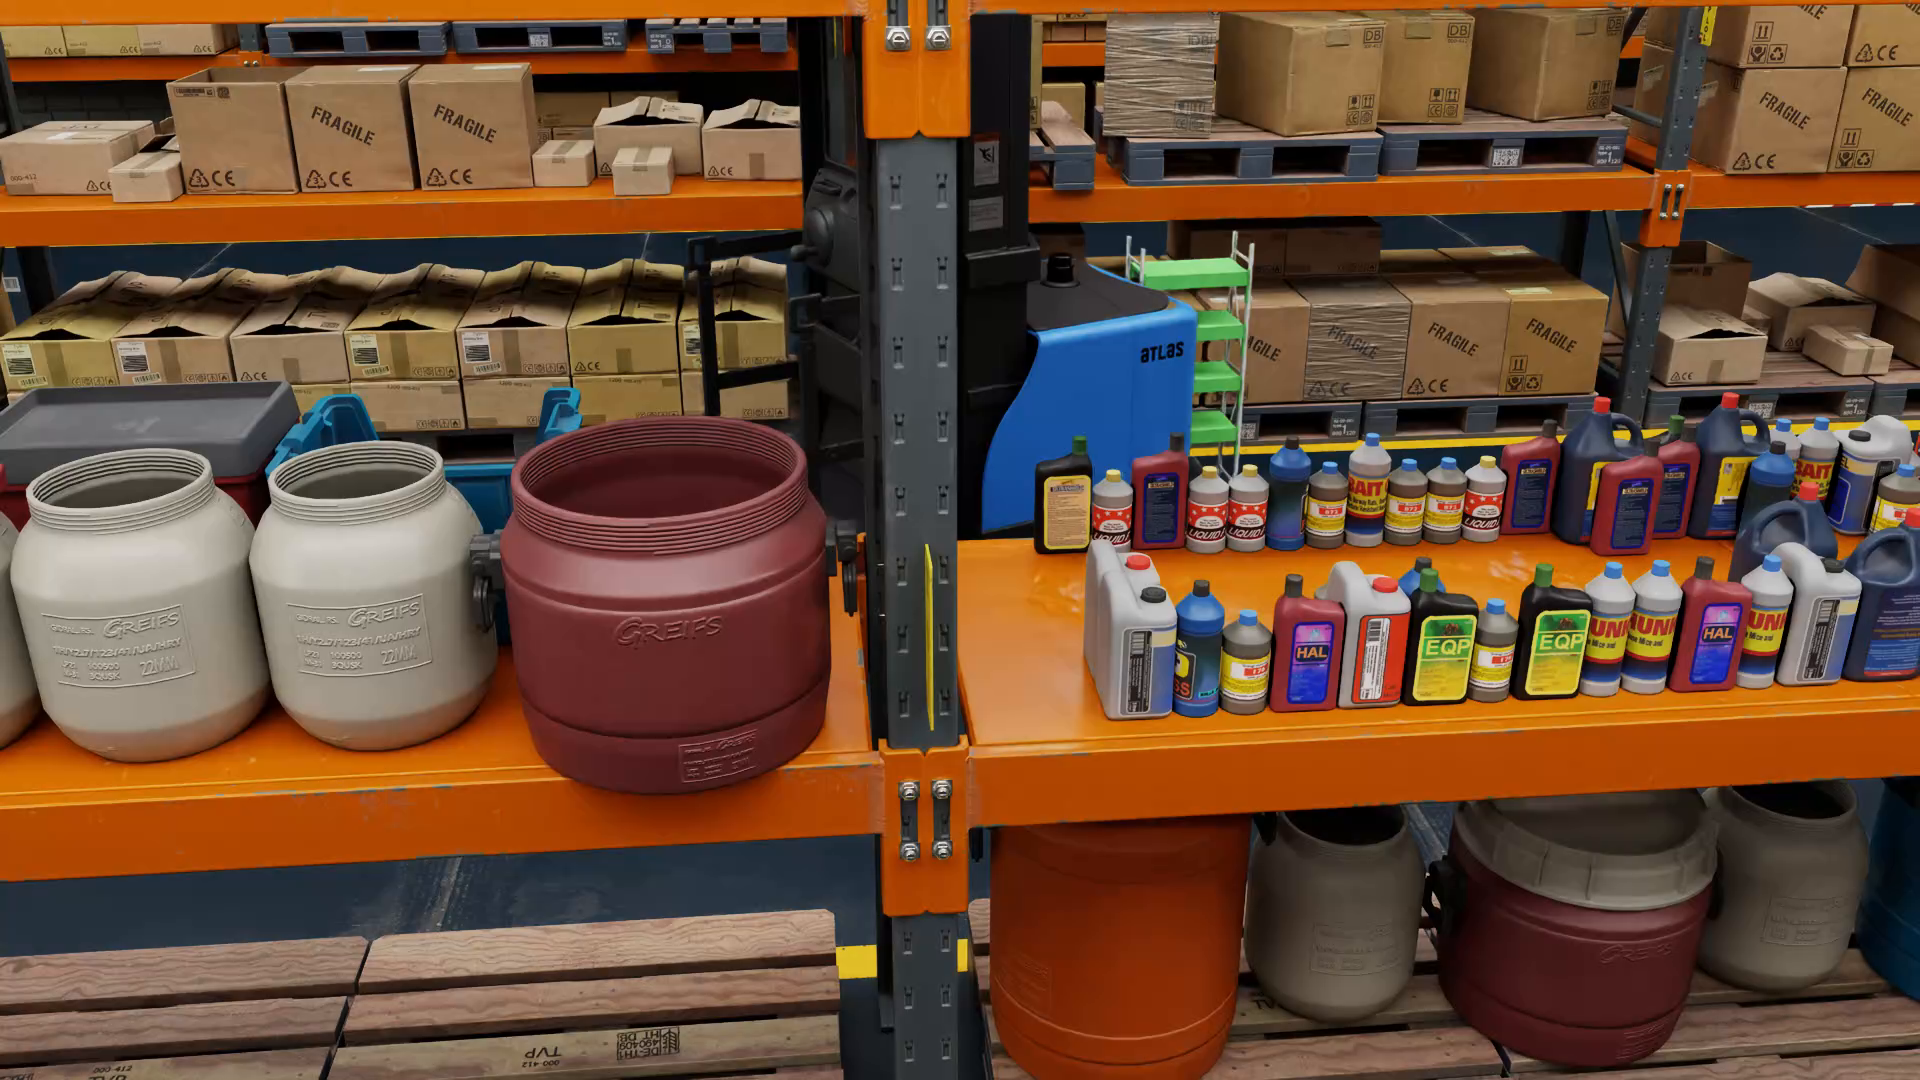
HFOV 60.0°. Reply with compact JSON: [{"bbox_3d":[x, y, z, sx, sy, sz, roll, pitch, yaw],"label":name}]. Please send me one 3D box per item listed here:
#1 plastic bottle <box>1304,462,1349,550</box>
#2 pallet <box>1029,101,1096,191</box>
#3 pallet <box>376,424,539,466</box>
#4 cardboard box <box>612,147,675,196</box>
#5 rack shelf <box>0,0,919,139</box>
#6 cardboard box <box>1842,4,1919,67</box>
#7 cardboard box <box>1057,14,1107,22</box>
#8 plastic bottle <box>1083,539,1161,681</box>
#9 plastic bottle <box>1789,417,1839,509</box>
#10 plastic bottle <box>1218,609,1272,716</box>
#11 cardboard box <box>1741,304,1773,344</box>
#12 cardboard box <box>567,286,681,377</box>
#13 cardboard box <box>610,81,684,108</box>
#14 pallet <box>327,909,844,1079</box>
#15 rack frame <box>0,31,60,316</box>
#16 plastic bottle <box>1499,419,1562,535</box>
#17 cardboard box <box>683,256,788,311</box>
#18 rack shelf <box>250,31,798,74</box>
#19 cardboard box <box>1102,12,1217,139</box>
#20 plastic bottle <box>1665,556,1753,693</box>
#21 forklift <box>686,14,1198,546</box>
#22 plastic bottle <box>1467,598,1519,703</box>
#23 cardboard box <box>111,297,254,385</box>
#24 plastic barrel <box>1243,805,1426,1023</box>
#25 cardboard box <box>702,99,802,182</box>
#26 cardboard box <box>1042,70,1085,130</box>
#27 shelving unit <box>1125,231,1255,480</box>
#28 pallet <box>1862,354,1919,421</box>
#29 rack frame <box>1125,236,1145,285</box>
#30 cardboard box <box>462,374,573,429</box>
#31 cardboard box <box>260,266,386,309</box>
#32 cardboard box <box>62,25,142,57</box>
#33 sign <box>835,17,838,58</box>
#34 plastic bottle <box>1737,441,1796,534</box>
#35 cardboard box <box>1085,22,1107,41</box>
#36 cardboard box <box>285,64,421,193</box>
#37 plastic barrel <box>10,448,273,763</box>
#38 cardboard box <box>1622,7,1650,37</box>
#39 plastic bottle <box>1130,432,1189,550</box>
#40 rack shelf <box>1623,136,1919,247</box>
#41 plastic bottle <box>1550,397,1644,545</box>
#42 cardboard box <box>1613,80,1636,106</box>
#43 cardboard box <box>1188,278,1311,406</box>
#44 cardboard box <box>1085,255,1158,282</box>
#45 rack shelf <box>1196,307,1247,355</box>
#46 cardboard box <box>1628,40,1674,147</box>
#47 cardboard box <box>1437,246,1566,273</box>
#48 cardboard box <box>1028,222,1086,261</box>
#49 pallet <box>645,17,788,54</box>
[{"bbox_3d":[0.882,-0.089,4.001,0.097,0.201,0.097,0,24,0],"label":"plastic bottle"},{"bbox_3d":[0.069,-1.943,8.164,1.003,0.211,1.213,-2,24,-5],"label":"pallet"},{"bbox_3d":[-2.633,-0.636,8.421,1.213,0.211,1.003,-2,24,-5],"label":"pallet"},{"bbox_3d":[-1.467,-1.713,7.719,0.250,0.149,0.380,-2,24,-5],"label":"cardboard box"},{"bbox_3d":[-2.106,-0.935,2.853,4.000,0.370,1.077,-2,24,-5],"label":"rack shelf"},{"bbox_3d":[4.392,-2.563,7.969,0.500,0.500,0.500,-3,24,-7],"label":"cardboard box"},{"bbox_3d":[0.953,-4.144,12.367,0.500,0.500,0.500,-2,24,-4],"label":"cardboard box"},{"bbox_3d":[0.332,0.136,3.404,0.135,0.276,0.152,-2,24,-5],"label":"plastic bottle"},{"bbox_3d":[2.097,-0.169,4.096,0.097,0.271,0.097,0,24,0],"label":"plastic bottle"},{"bbox_3d":[0.562,0.234,3.275,0.097,0.201,0.097,0,24,0],"label":"plastic bottle"},{"bbox_3d":[4.288,-1.210,9.246,0.250,0.149,0.380,-2,24,-5],"label":"cardboard box"},{"bbox_3d":[-1.612,-1.023,8.036,0.500,0.311,0.500,-3,24,-6],"label":"cardboard box"},{"bbox_3d":[-2.374,-3.331,12.664,0.500,0.250,0.500,-2,24,-4],"label":"cardboard box"},{"bbox_3d":[-0.890,1.317,4.027,1.213,0.211,1.003,-2,24,-5],"label":"pallet"},{"bbox_3d":[-4.579,-1.815,7.641,0.127,3.000,1.000,-2,24,-5],"label":"rack frame"},{"bbox_3d":[1.382,-0.154,4.046,0.133,0.283,0.061,-2,24,-5],"label":"plastic bottle"},{"bbox_3d":[-1.149,-1.264,8.579,0.500,0.311,0.500,-1,24,-3],"label":"cardboard box"},{"bbox_3d":[-3.080,-3.568,12.471,4.000,0.370,1.077,-2,24,-5],"label":"rack shelf"},{"bbox_3d":[0.946,-2.243,7.962,0.500,0.500,0.700,2,24,5],"label":"cardboard box"},{"bbox_3d":[1.501,0.166,3.326,0.133,0.283,0.061,-2,24,-5],"label":"plastic bottle"},{"bbox_3d":[-0.555,-1.180,6.296,3.031,2.935,1.130,-13,27,-27],"label":"forklift"},{"bbox_3d":[1.058,0.214,3.320,0.097,0.201,0.097,0,24,0],"label":"plastic bottle"},{"bbox_3d":[-3.645,-0.941,7.851,0.500,0.311,0.500,-3,24,-6],"label":"cardboard box"},{"bbox_3d":[0.923,0.887,4.107,0.421,0.512,0.421,0,24,0],"label":"plastic barrel"},{"bbox_3d":[-0.965,-1.937,8.025,0.500,0.311,0.500,-1,24,-2],"label":"cardboard box"},{"bbox_3d":[0.528,-3.195,12.875,0.750,0.750,0.750,-2,24,-5],"label":"cardboard box"},{"bbox_3d":[1.001,-0.758,7.478,0.503,1.200,0.258,-4,24,-10],"label":"shelving unit"},{"bbox_3d":[5.282,-0.937,9.099,1.213,0.211,1.003,-2,24,-5],"label":"pallet"},{"bbox_3d":[0.761,-0.740,7.437,0.015,1.200,0.240,-4,24,-10],"label":"rack frame"},{"bbox_3d":[-2.112,-0.750,8.112,0.500,0.250,0.500,-2,24,-4],"label":"cardboard box"},{"bbox_3d":[-3.191,-1.181,8.392,0.500,0.311,0.500,-2,24,-5],"label":"cardboard box"},{"bbox_3d":[-6.008,-3.600,11.816,0.500,0.250,0.500,-2,24,-5],"label":"cardboard box"},{"bbox_3d":[-0.541,-2.280,7.261,0.005,0.325,0.100,-2,24,-5],"label":"sign"},{"bbox_3d":[1.917,-0.103,3.948,0.097,0.271,0.097,0,24,0],"label":"plastic bottle"},{"bbox_3d":[1.049,-3.864,12.535,0.250,0.149,0.380,-2,24,-3],"label":"cardboard box"},{"bbox_3d":[-2.791,-1.926,7.767,0.500,0.500,0.500,-2,24,-5],"label":"cardboard box"},{"bbox_3d":[-1.538,0.120,3.148,0.421,0.512,0.421,0,24,0],"label":"plastic barrel"},{"bbox_3d":[4.883,-4.349,12.972,0.700,0.700,0.980,-3,24,-8],"label":"cardboard box"},{"bbox_3d":[0.475,-0.117,3.964,0.133,0.283,0.061,-2,24,-5],"label":"plastic bottle"},{"bbox_3d":[5.372,-1.886,8.685,4.000,0.370,1.077,-2,24,-5],"label":"rack shelf"},{"bbox_3d":[1.545,-0.174,4.009,0.185,0.351,0.144,-2,24,-5],"label":"plastic bottle"},{"bbox_3d":[5.284,-3.619,13.461,0.250,0.149,0.380,-2,24,-4],"label":"cardboard box"},{"bbox_3d":[1.421,-1.000,8.344,0.500,0.500,0.500,-3,24,-7],"label":"cardboard box"},{"bbox_3d":[0.824,-1.186,8.762,0.500,0.500,0.500,-3,24,-7],"label":"cardboard box"},{"bbox_3d":[1.001,-0.919,7.406,0.480,0.148,0.258,-4,24,-10],"label":"rack shelf"},{"bbox_3d":[3.854,-2.304,8.617,0.500,0.500,0.500,-2,24,-4],"label":"cardboard box"},{"bbox_3d":[2.876,-1.273,8.956,0.500,0.500,0.500,-3,24,-8],"label":"cardboard box"},{"bbox_3d":[0.364,-1.513,8.573,0.500,0.250,0.500,-1,24,-3],"label":"cardboard box"},{"bbox_3d":[-1.788,-3.818,12.383,1.003,0.211,1.213,-2,24,-5],"label":"pallet"}]
